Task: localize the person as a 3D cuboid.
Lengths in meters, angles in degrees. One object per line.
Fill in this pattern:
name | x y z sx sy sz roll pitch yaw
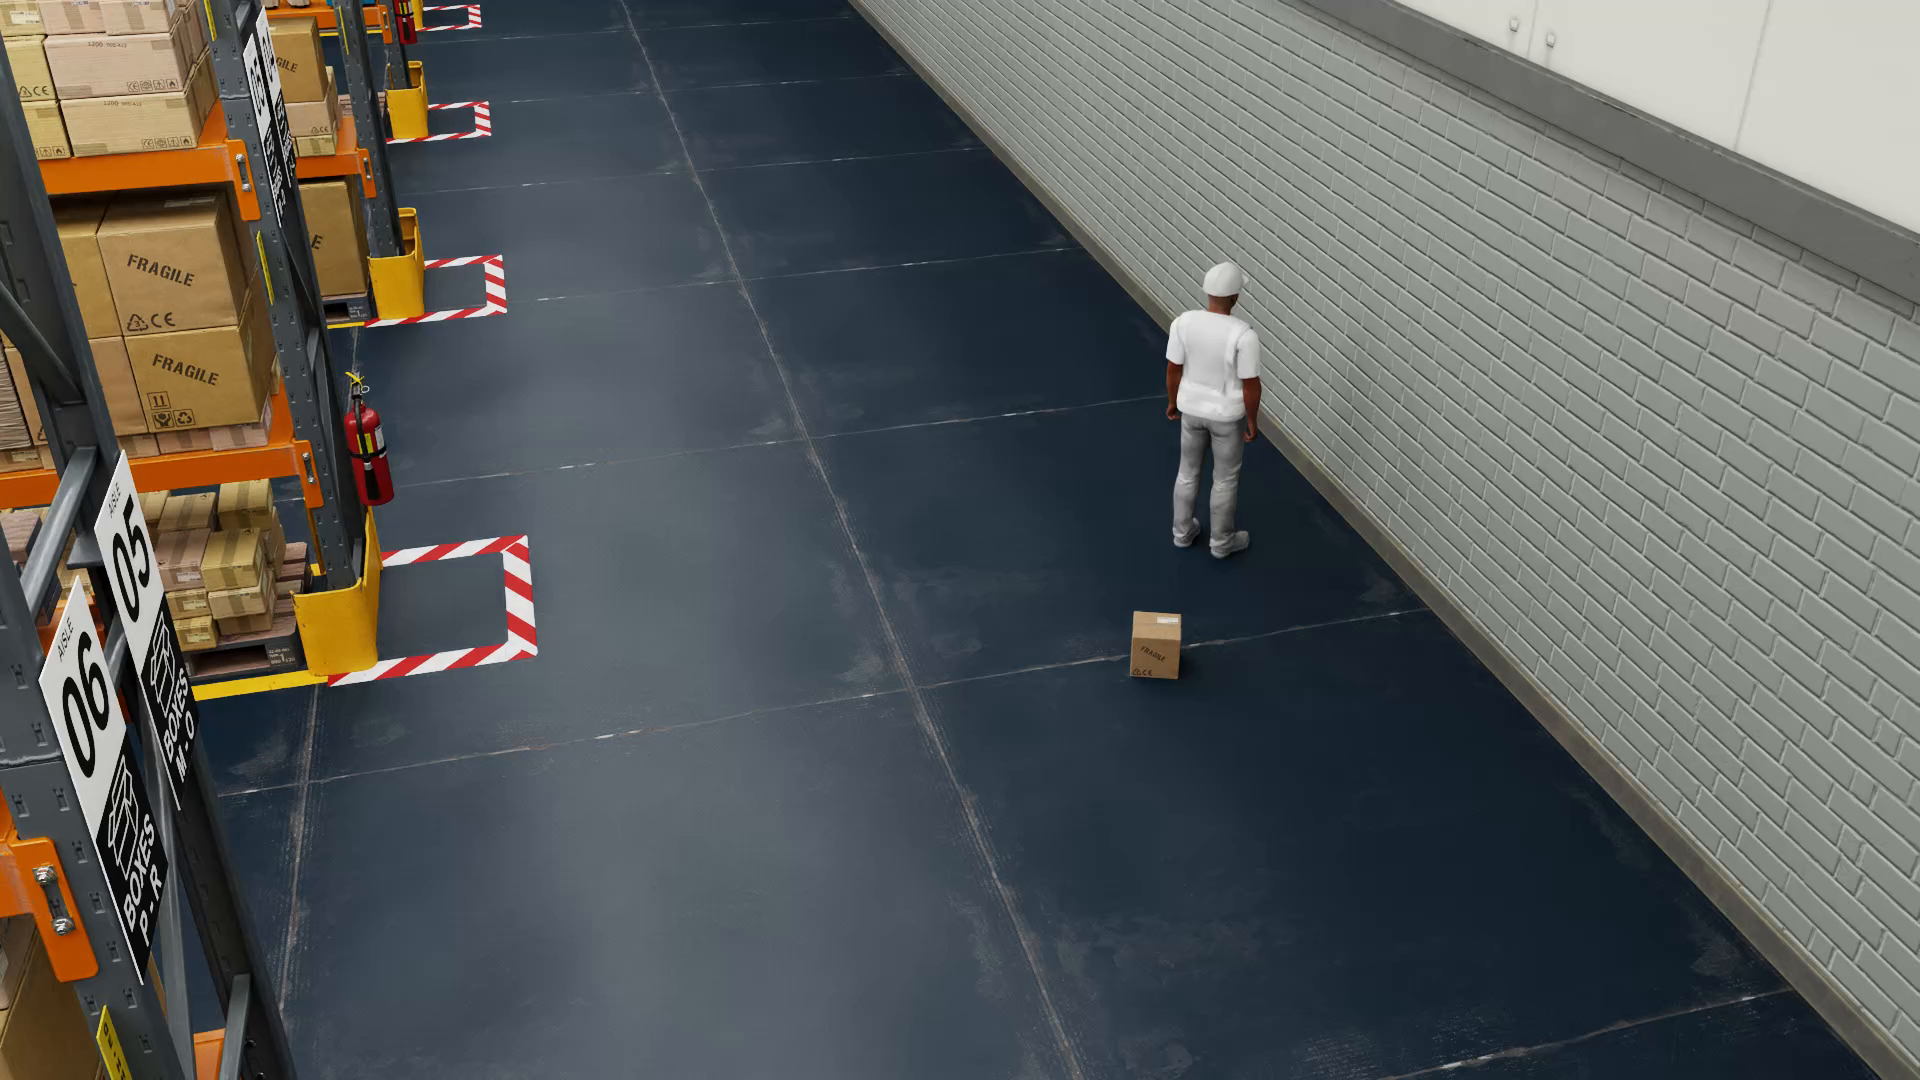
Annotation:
person | 1.452 -0.746 9.498 0.566 1.771 0.363 17 34 27
